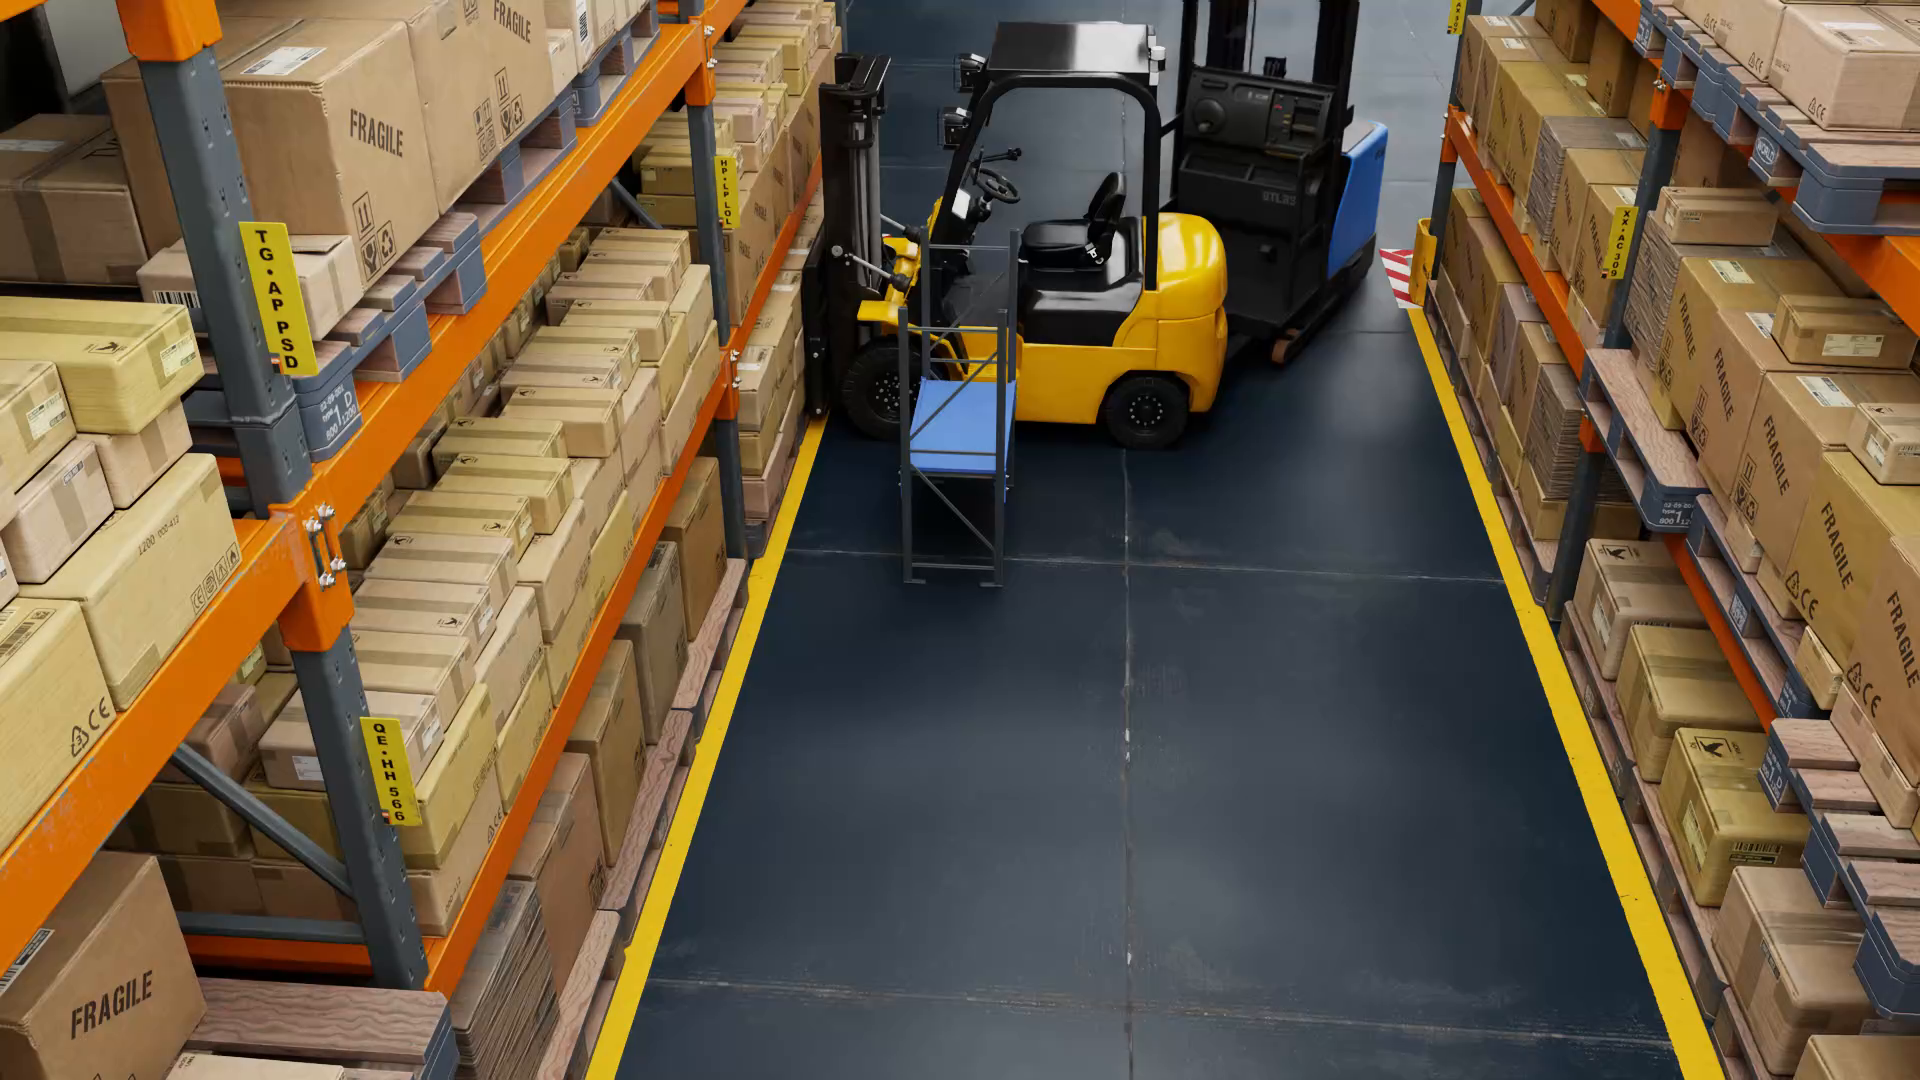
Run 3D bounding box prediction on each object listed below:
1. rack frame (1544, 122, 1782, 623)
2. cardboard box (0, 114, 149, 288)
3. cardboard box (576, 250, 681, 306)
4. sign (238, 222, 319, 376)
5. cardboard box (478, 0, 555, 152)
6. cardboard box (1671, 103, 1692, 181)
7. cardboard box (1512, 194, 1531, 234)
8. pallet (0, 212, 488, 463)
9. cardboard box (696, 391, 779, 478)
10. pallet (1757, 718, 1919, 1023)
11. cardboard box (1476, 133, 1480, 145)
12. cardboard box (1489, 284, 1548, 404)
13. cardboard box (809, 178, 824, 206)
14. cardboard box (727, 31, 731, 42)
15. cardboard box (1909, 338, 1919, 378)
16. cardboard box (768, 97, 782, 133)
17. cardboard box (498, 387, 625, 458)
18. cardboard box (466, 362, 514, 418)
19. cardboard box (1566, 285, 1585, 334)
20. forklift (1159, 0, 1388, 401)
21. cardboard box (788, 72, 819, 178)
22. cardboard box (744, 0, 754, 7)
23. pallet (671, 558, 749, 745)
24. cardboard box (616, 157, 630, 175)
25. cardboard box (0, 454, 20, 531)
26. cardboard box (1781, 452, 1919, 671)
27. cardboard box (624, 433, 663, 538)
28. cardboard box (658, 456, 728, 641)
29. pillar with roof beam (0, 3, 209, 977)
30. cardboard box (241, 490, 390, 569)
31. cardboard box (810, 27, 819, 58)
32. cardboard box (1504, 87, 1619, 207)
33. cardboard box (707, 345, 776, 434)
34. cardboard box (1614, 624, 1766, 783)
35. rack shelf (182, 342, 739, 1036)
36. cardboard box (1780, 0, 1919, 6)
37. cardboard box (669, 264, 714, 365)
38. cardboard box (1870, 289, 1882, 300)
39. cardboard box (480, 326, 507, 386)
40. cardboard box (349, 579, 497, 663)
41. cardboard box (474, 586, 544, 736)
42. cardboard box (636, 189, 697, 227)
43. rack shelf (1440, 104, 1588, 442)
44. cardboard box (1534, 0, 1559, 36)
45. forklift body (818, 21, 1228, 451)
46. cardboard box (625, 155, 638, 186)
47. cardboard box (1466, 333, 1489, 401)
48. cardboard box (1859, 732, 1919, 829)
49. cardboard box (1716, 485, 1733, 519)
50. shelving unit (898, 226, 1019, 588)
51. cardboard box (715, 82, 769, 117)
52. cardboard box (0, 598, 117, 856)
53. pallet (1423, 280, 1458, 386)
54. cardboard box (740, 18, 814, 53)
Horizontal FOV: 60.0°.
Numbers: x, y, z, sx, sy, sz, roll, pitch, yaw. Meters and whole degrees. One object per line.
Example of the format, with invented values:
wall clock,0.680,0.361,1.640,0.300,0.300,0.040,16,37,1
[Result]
rack frame,3.374,-0.886,7.328,1.000,3.000,0.127,2,32,4
cardboard box,-2.096,-0.829,4.024,0.500,0.250,0.500,2,32,4
cardboard box,-1.383,-1.091,6.947,0.380,0.149,0.250,2,32,3
sign,-1.359,-0.477,3.313,0.100,0.325,0.005,2,32,4
cardboard box,-1.515,-1.446,4.787,0.500,0.500,0.500,3,32,5
cardboard box,3.689,-1.968,7.752,0.700,0.500,0.500,3,32,4
cardboard box,3.211,-1.760,8.986,0.380,0.149,0.250,3,32,4
pallet,-1.933,-0.560,4.120,1.213,0.211,1.003,4,32,6
cardboard box,-1.227,-0.557,8.538,0.500,0.250,0.500,2,32,4
pallet,3.000,0.910,4.597,1.213,0.211,1.003,2,32,4
cardboard box,3.357,-2.434,10.080,0.380,0.149,0.250,1,32,2
cardboard box,3.234,-1.067,9.128,0.500,0.500,0.500,4,32,7
cardboard box,-1.010,-2.100,10.566,0.500,0.250,0.500,3,32,5
cardboard box,-1.518,-3.076,10.168,0.380,0.149,0.250,2,32,3
cardboard box,3.478,-0.454,5.848,0.500,0.500,0.500,4,32,6
cardboard box,-1.153,-2.238,8.809,0.380,0.149,0.250,1,32,2
cardboard box,-1.399,-0.415,5.851,0.380,0.149,0.250,2,32,3
cardboard box,-1.975,-0.460,6.304,0.500,0.250,0.500,2,32,3
cardboard box,3.110,-1.091,7.900,0.380,0.149,0.250,3,32,5
forklift,1.751,-2.629,10.222,1.130,2.935,3.031,17,35,25
cardboard box,-1.119,-2.423,9.727,0.500,0.500,0.500,2,32,3
cardboard box,-1.488,-3.466,10.519,0.380,0.149,0.250,2,32,3
pallet,-1.595,0.478,7.773,1.003,0.211,1.213,2,32,4
cardboard box,-1.787,-1.851,7.897,0.380,0.149,0.250,2,32,3
cardboard box,-1.730,-0.047,2.588,0.380,0.149,0.250,1,32,2
cardboard box,2.879,0.073,4.993,0.500,0.500,0.500,0,32,1
cardboard box,-1.460,-0.236,6.417,0.500,0.250,0.500,3,32,4
cardboard box,-1.605,0.010,7.739,0.875,0.625,0.625,4,32,6
pillar with roof beam,1.599,-2.095,3.572,9.100,9.000,0.400,2,32,4
cardboard box,-2.034,-0.041,5.244,0.380,0.149,0.250,2,32,4
cardboard box,-1.070,-3.045,10.118,0.380,0.149,0.250,3,32,5
cardboard box,3.272,-2.107,8.931,0.500,0.500,0.500,2,32,3
cardboard box,-1.222,-0.769,8.407,0.500,0.250,0.500,2,32,3
cardboard box,3.278,0.704,6.852,0.950,0.372,0.625,4,32,7
rack shelf,-1.737,0.256,6.161,1.077,0.370,4.000,2,32,4
cardboard box,2.896,-1.941,5.448,0.500,0.250,0.500,2,32,3
cardboard box,-1.359,-0.977,7.143,0.500,0.250,0.500,2,32,3
cardboard box,3.518,-0.898,5.951,0.380,0.149,0.250,2,32,3
cardboard box,-1.957,-0.708,6.326,0.380,0.149,0.250,2,32,4
cardboard box,-1.564,0.248,4.775,0.380,0.149,0.250,3,32,5
cardboard box,-1.578,0.363,4.968,0.500,0.250,0.500,3,32,6
cardboard box,-1.286,-1.570,7.725,0.380,0.149,0.250,2,32,3
rack shelf,3.537,-1.625,9.214,1.077,0.370,4.000,2,32,4
cardboard box,3.875,-3.296,9.907,0.700,0.500,0.500,2,32,3
forklift body,0.416,-1.757,9.551,2.313,2.155,1.214,2,32,4
cardboard box,-1.788,-1.864,8.202,0.380,0.149,0.250,3,32,5
cardboard box,3.277,-1.023,9.772,0.500,0.250,0.500,5,32,7
cardboard box,2.766,0.676,4.634,0.380,0.149,0.250,2,32,4
cardboard box,2.953,-0.139,5.955,0.380,0.149,0.250,3,32,4
shelving unit,0.007,-0.683,8.429,0.538,1.500,1.048,2,32,4
cardboard box,-1.192,-2.237,8.523,0.380,0.149,0.250,2,32,3
cardboard box,-1.739,0.324,2.649,0.500,0.250,0.500,3,32,4
pallet,3.592,-1.327,10.703,1.003,0.211,1.213,2,32,4
cardboard box,-1.056,-2.900,9.600,0.380,0.149,0.250,3,32,5
